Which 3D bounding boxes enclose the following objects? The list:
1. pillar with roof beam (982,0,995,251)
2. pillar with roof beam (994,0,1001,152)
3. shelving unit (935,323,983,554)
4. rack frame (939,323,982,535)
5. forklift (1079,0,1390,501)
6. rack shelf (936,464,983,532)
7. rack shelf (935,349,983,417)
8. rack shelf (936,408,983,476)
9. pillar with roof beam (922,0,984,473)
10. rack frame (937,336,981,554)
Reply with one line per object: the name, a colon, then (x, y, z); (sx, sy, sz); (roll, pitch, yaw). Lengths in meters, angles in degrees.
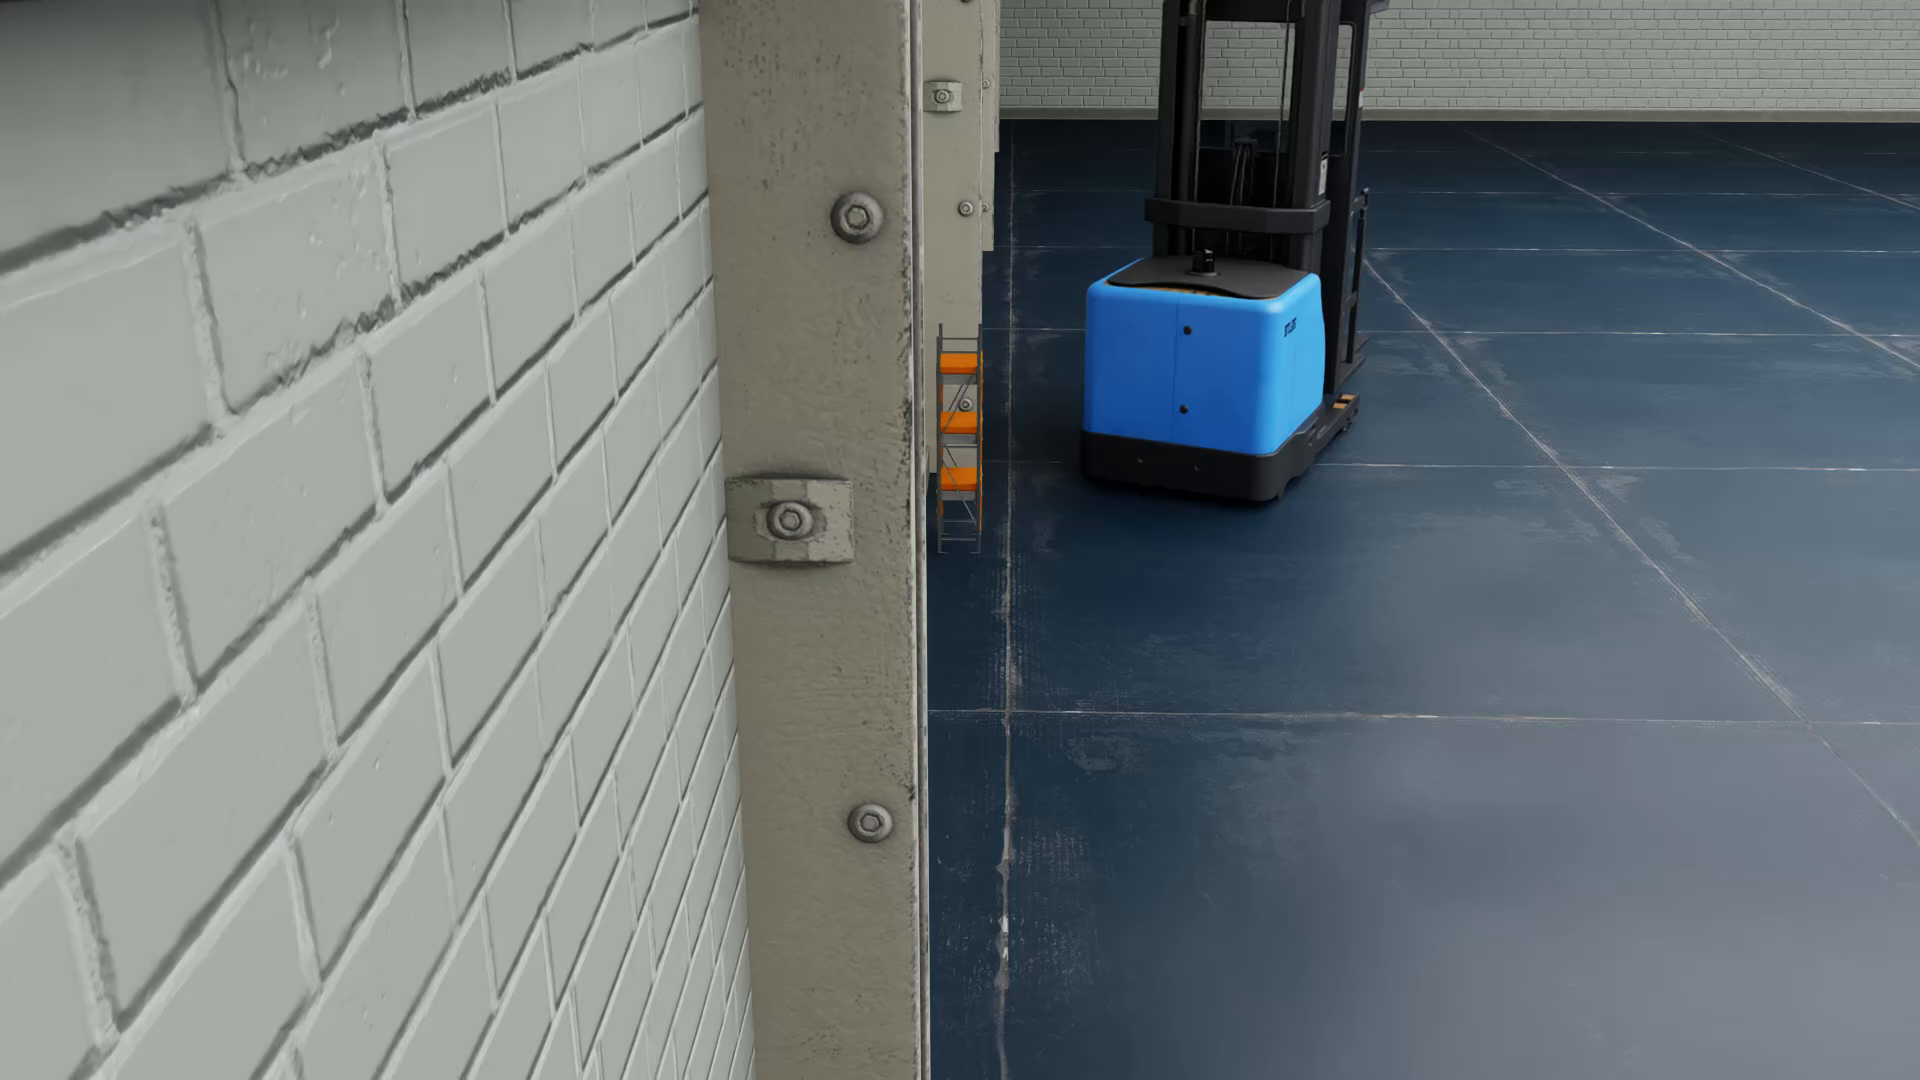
pillar with roof beam: (4.444, -6.752, 12.991); (9.100, 9.000, 0.400); (1, 21, 2)
pillar with roof beam: (4.627, -8.921, 18.582); (9.100, 9.000, 0.400); (1, 21, 2)
shelving unit: (-0.002, -0.470, 7.789); (0.215, 1.050, 0.252); (1, 21, 2)
rack frame: (0.002, -0.514, 7.903); (0.200, 1.050, 0.008); (1, 21, 2)
forklift: (1.715, -2.057, 9.277); (1.130, 2.935, 3.031); (10, 23, 24)
rack shelf: (-0.002, -0.201, 7.894); (0.215, 0.259, 0.240); (1, 21, 2)
rack shelf: (-0.002, -0.725, 7.690); (0.215, 0.259, 0.240); (1, 21, 2)
rack shelf: (-0.002, -0.460, 7.793); (0.215, 0.259, 0.240); (1, 21, 2)
pillar with roof beam: (4.262, -4.583, 7.399); (9.100, 9.000, 0.400); (1, 21, 2)
rack frame: (-0.005, -0.426, 7.675); (0.200, 1.050, 0.008); (1, 21, 2)
